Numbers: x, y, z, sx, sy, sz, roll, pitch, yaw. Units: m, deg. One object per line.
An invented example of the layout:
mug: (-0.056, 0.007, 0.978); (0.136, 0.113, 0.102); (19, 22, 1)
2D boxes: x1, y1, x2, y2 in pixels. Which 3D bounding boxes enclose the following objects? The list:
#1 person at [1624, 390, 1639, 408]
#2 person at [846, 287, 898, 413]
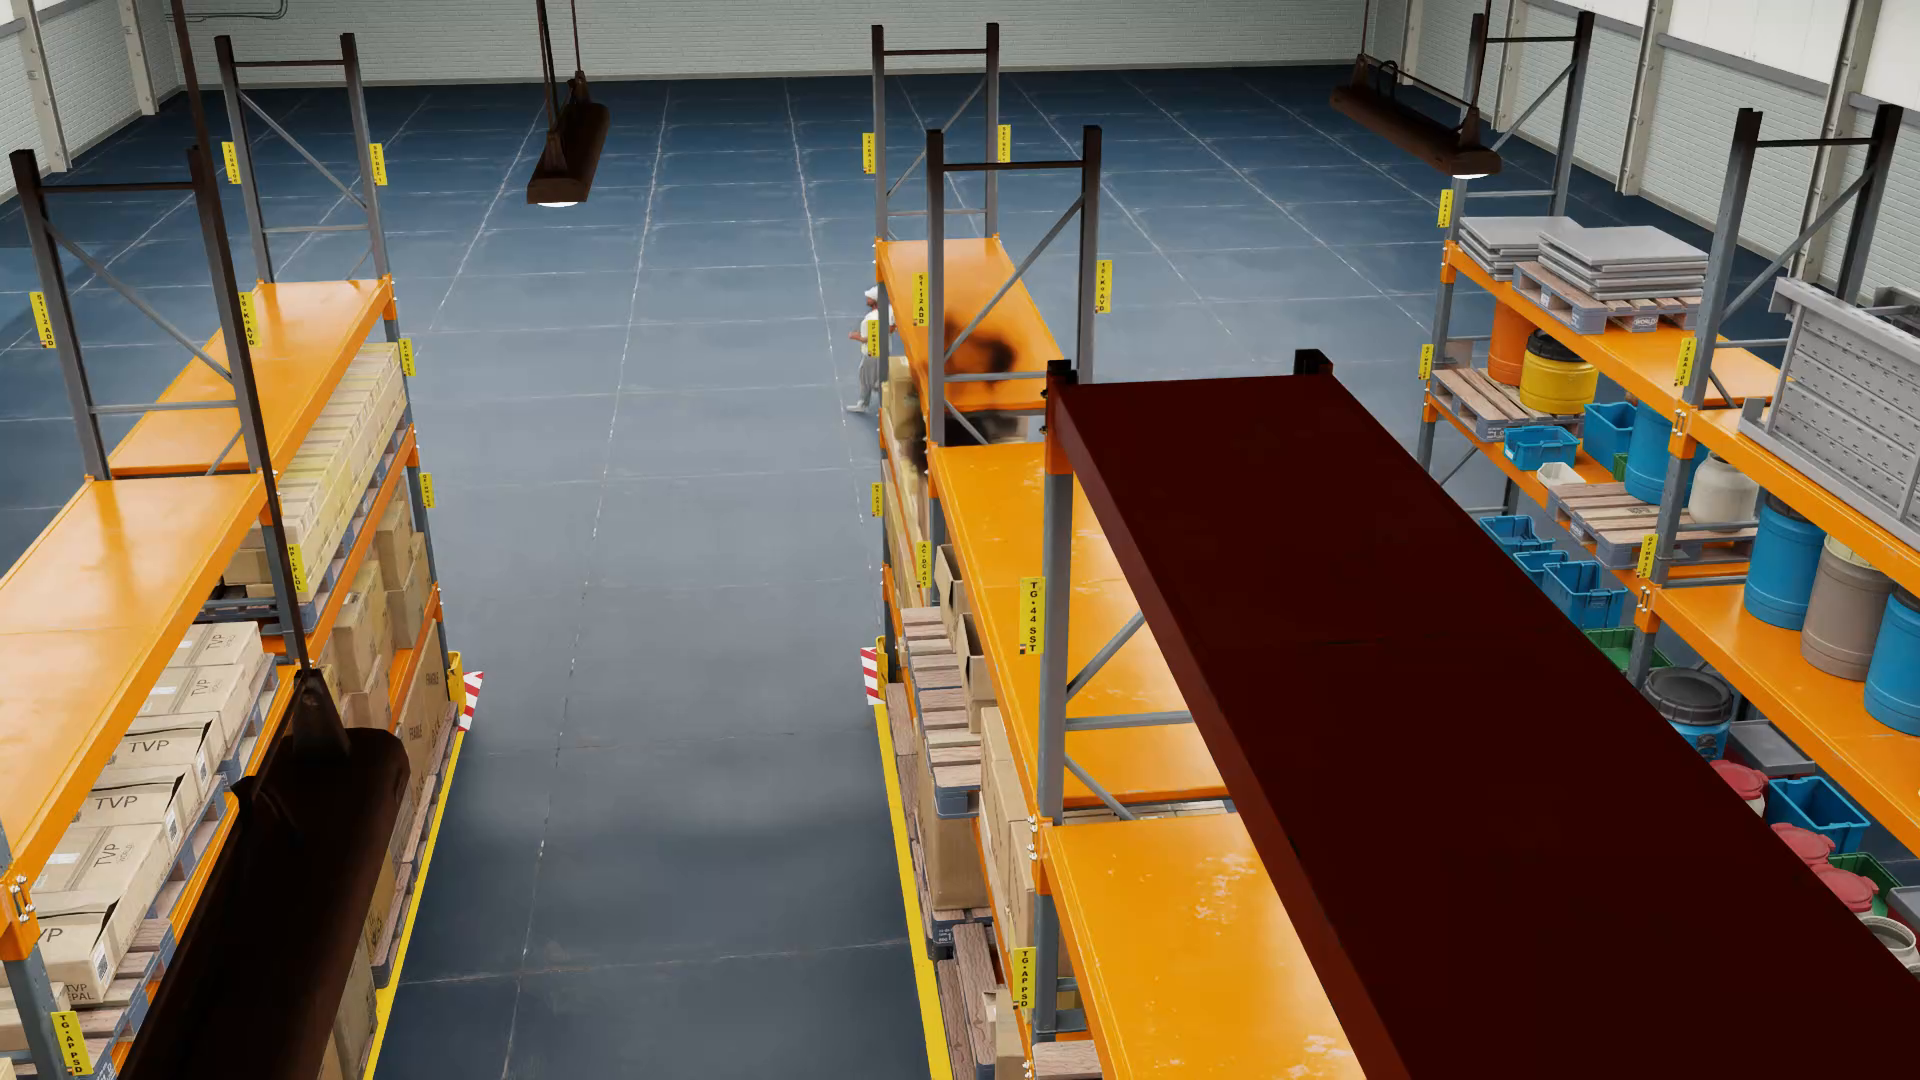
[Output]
person: (7.413, -0.874, 18.370); (0.911, 1.777, 0.673); (11, 28, 22)
person: (-1.080, -2.445, 21.604); (0.907, 1.745, 0.714); (6, 26, 12)
